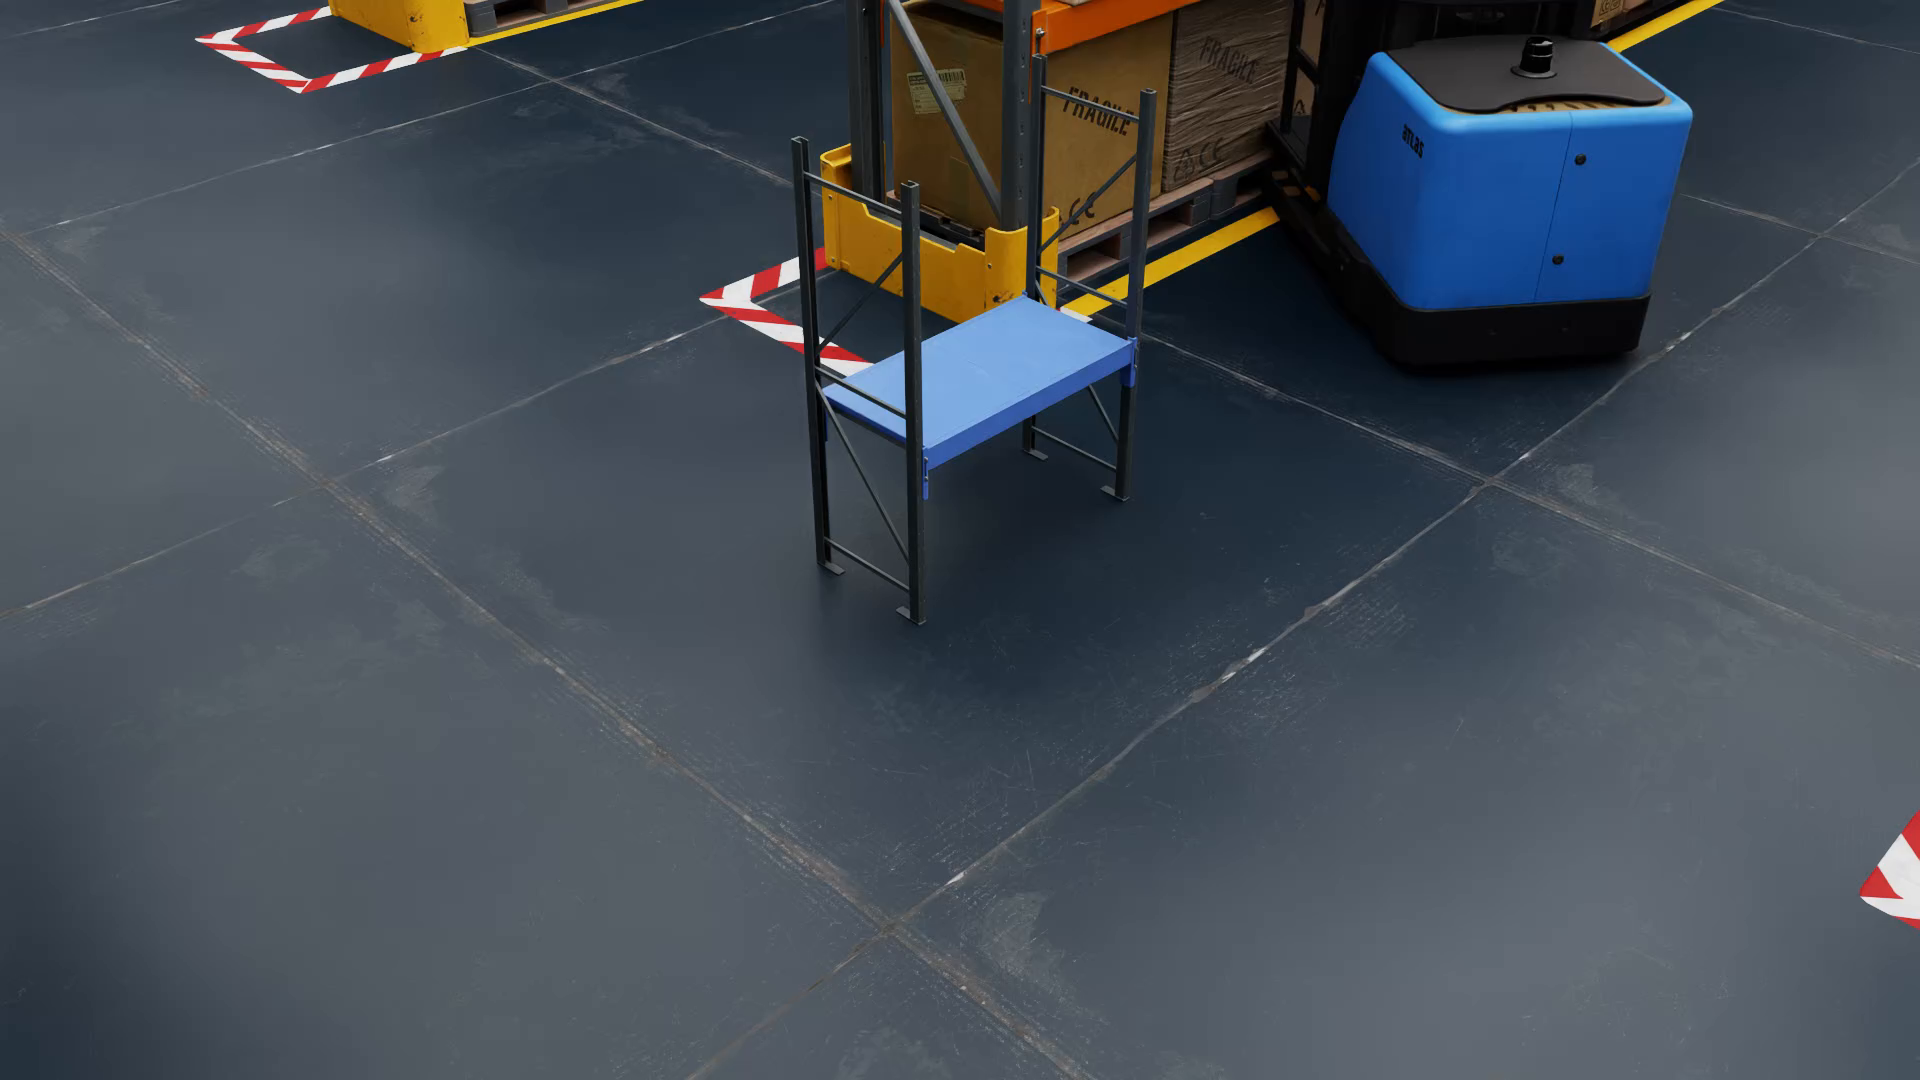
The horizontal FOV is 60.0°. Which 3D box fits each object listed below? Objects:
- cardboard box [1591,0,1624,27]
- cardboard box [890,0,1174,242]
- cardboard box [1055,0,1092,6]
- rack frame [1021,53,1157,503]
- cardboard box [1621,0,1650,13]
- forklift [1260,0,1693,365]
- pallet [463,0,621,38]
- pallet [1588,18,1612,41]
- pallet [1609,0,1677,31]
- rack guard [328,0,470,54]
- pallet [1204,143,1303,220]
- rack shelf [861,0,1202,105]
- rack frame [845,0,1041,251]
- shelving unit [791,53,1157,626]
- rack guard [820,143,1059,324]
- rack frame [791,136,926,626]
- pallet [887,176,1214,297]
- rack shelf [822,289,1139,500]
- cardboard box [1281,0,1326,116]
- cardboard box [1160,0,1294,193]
[{"bbox_3d":[3.169,-3.535,9.687,1.225,0.875,0.875,30,45,35],"label":"cardboard box"},{"bbox_3d":[0.308,-1.935,7.393,0.875,0.875,0.875,30,45,35],"label":"cardboard box"},{"bbox_3d":[0.399,-2.251,6.574,0.250,0.149,0.380,-29,44,-35],"label":"cardboard box"},{"bbox_3d":[0.418,-0.856,5.667,0.500,1.500,0.032,30,45,35],"label":"rack frame"},{"bbox_3d":[3.798,-3.898,10.207,1.225,0.875,0.875,28,44,34],"label":"cardboard box"},{"bbox_3d":[2.067,-2.729,7.100,1.130,2.935,3.031,-4,35,-6],"label":"forklift"},{"bbox_3d":[-2.883,-3.585,10.706,1.003,0.211,1.213,30,45,35],"label":"pallet"},{"bbox_3d":[3.223,-3.166,10.105,1.003,0.211,1.213,30,45,35],"label":"pallet"},{"bbox_3d":[4.082,-3.664,10.819,1.003,0.211,1.213,30,45,35],"label":"pallet"},{"bbox_3d":[-3.481,-3.388,10.171,1.175,0.500,0.348,30,45,35],"label":"rack guard"},{"bbox_3d":[1.282,-2.048,8.502,1.003,0.211,1.213,30,45,35],"label":"pallet"},{"bbox_3d":[1.323,-2.859,7.857,1.077,0.370,4.000,30,45,35],"label":"rack shelf"},{"bbox_3d":[-0.086,-2.343,6.487,1.000,3.000,0.127,30,45,35],"label":"rack frame"},{"bbox_3d":[0.060,-0.650,5.371,0.538,1.500,1.048,30,45,35],"label":"shelving unit"},{"bbox_3d":[-0.103,-1.307,7.188,1.175,0.500,0.348,30,45,35],"label":"rack guard"},{"bbox_3d":[-0.298,-0.443,5.075,0.500,1.500,0.032,30,45,35],"label":"rack frame"},{"bbox_3d":[0.422,-1.555,7.795,1.003,0.211,1.213,30,45,35],"label":"pallet"},{"bbox_3d":[0.060,-0.502,5.474,0.538,0.185,1.000,30,45,35],"label":"rack shelf"},{"bbox_3d":[1.577,-2.666,8.441,0.875,0.875,0.875,30,45,35],"label":"cardboard box"},{"bbox_3d":[0.950,-2.305,7.923,0.875,0.875,0.875,30,45,35],"label":"cardboard box"}]
